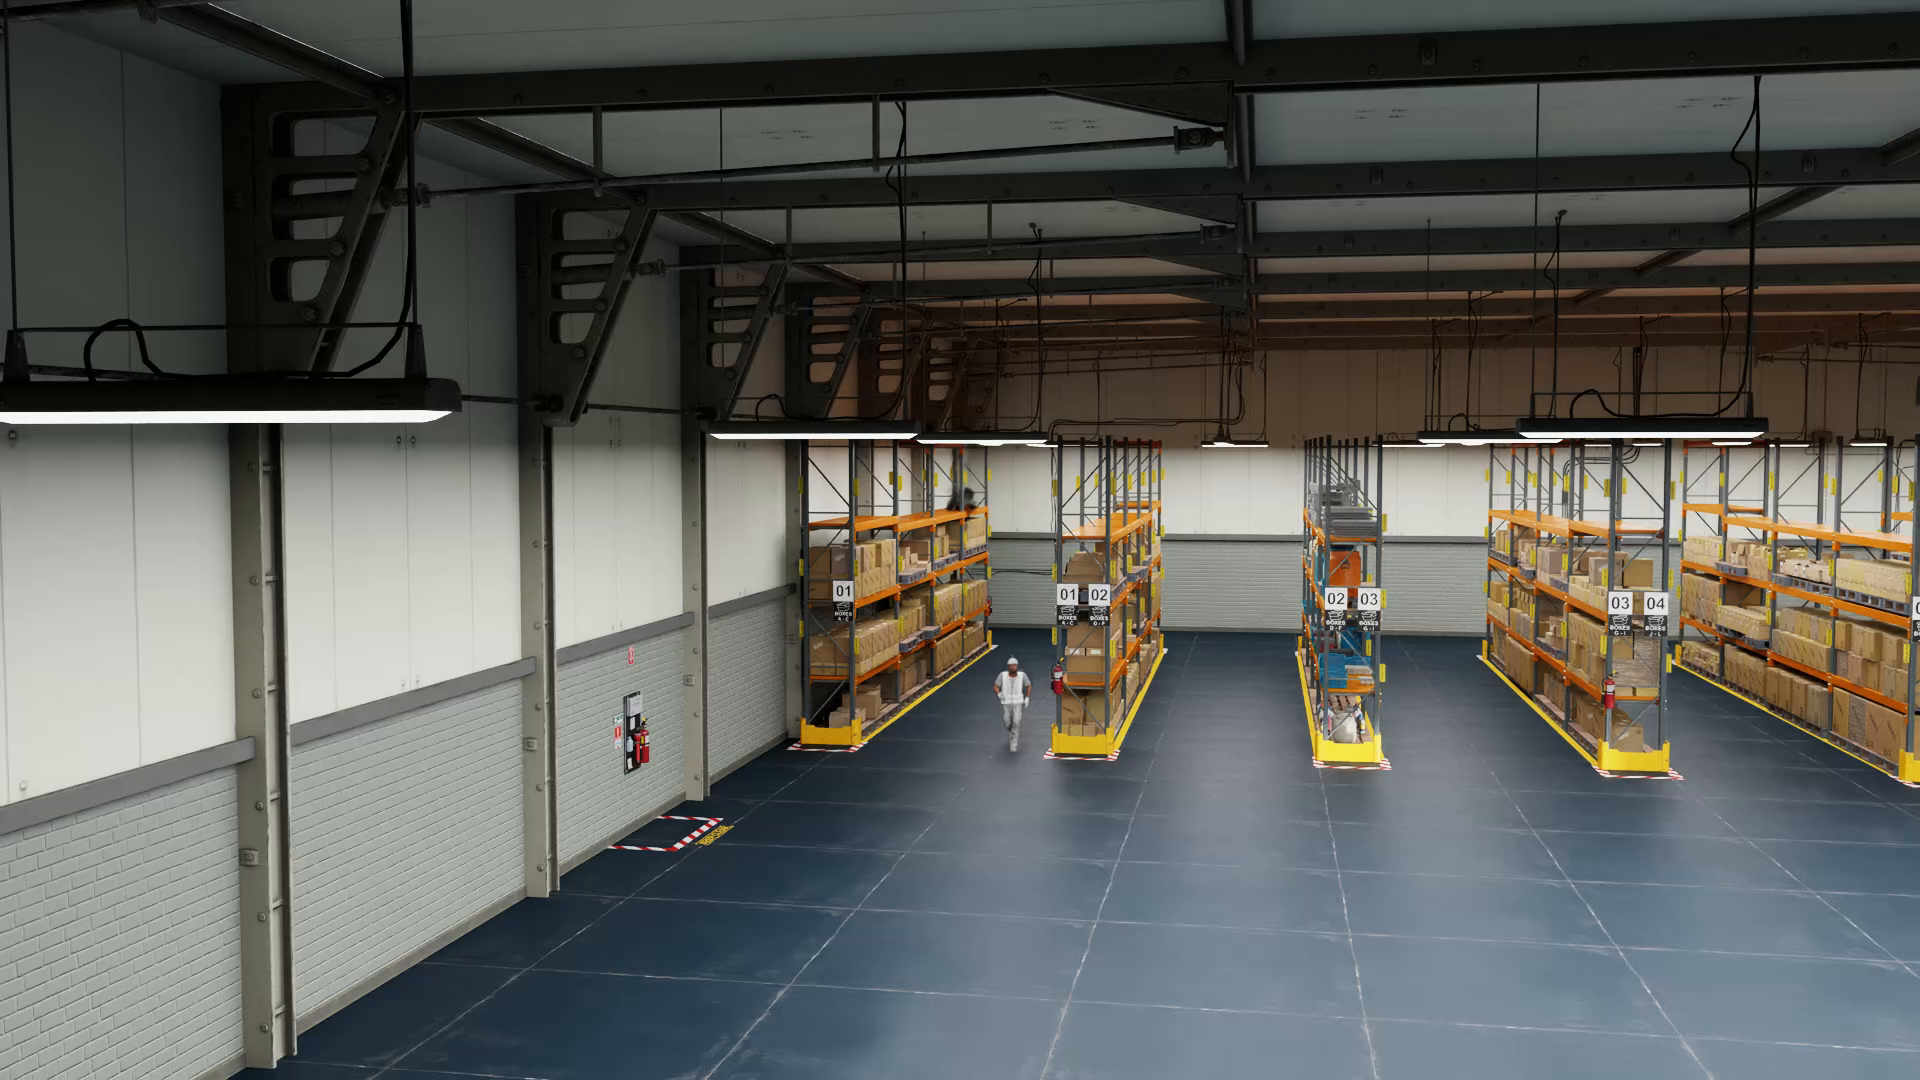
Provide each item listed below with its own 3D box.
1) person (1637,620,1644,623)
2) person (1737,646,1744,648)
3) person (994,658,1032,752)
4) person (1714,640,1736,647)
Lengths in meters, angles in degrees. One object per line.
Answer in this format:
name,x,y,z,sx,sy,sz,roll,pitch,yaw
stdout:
person,18.417,2.388,45.480,0.588,1.615,0.719,-1,3,-13
person,22.010,2.345,46.442,0.985,1.753,0.720,-1,3,-11
person,1.007,3.136,31.871,0.720,1.768,0.722,0,3,5
person,20.723,2.481,45.138,0.584,1.620,0.765,-3,4,-44
